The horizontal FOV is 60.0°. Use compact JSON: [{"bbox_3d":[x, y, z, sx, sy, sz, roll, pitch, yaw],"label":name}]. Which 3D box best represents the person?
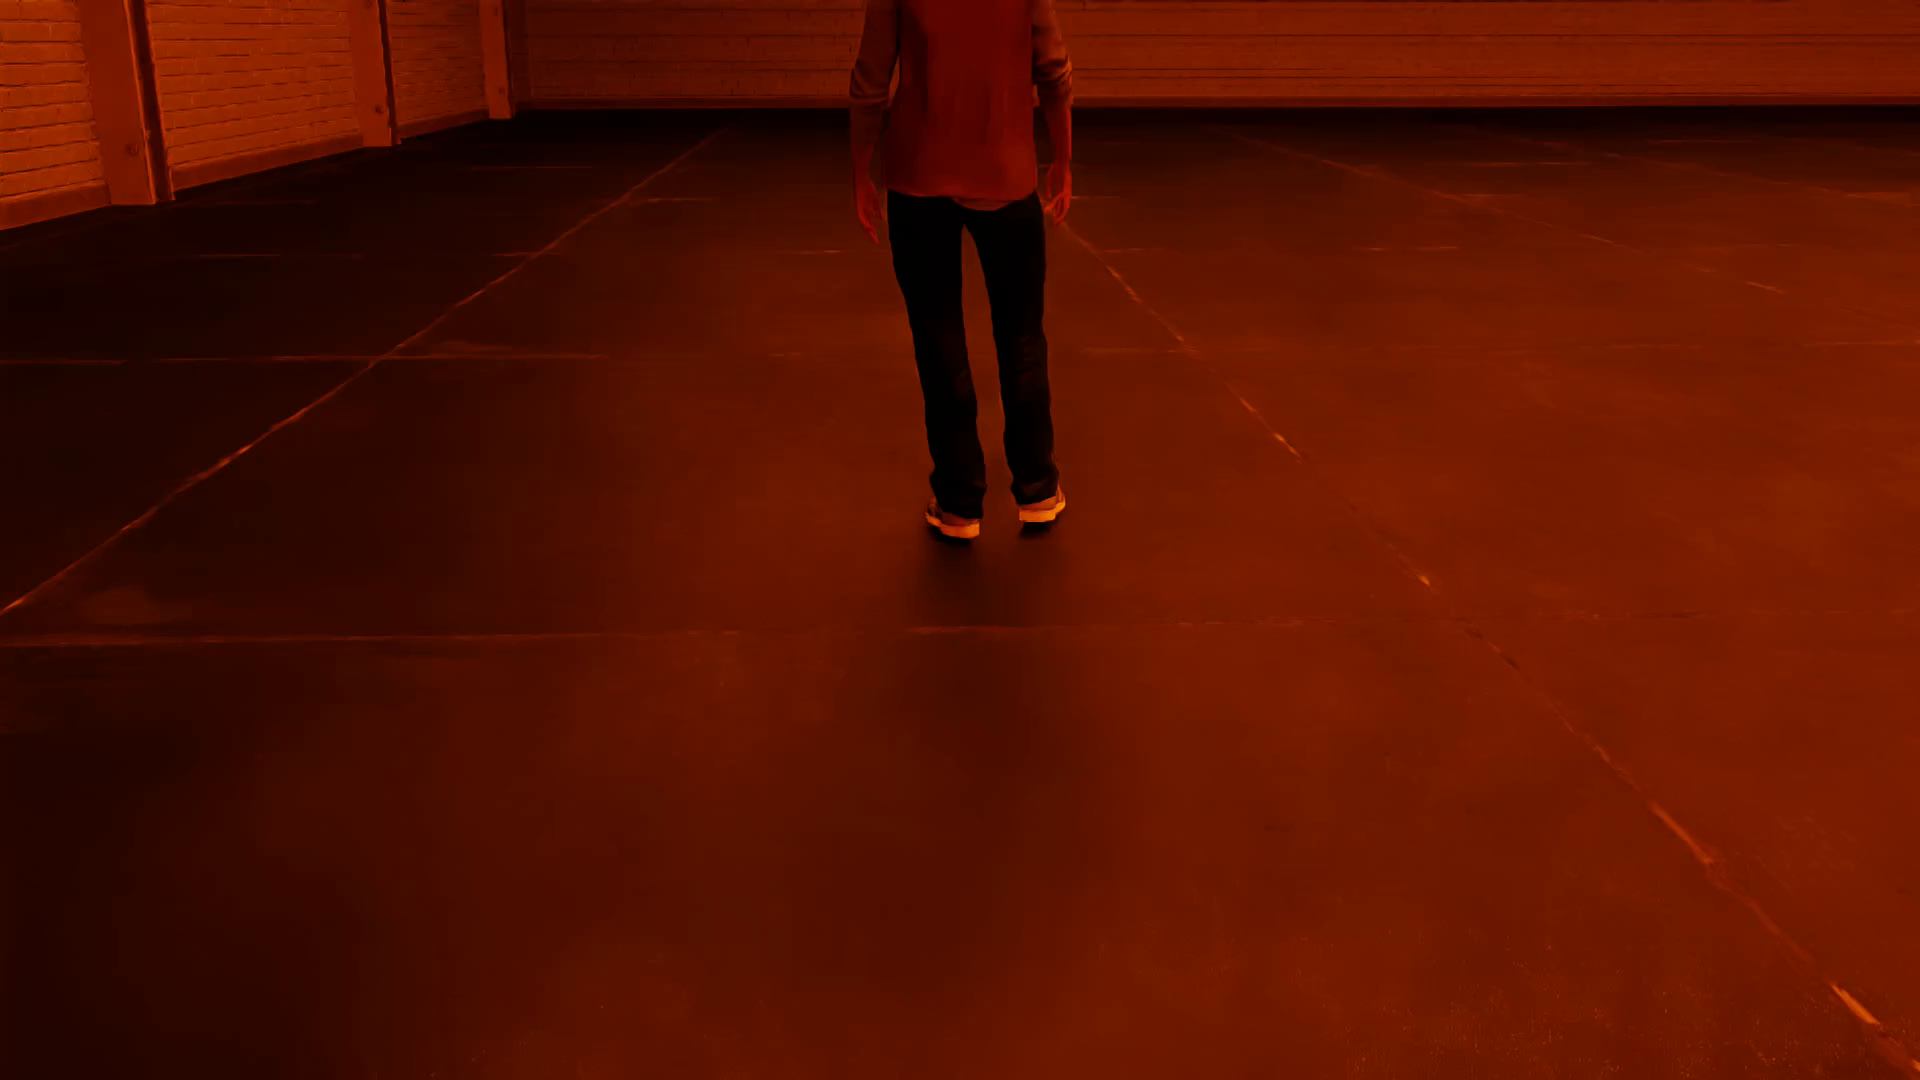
[{"bbox_3d":[0.010,-0.792,3.754,0.520,1.597,0.474,-1,17,-3],"label":"person"}]
